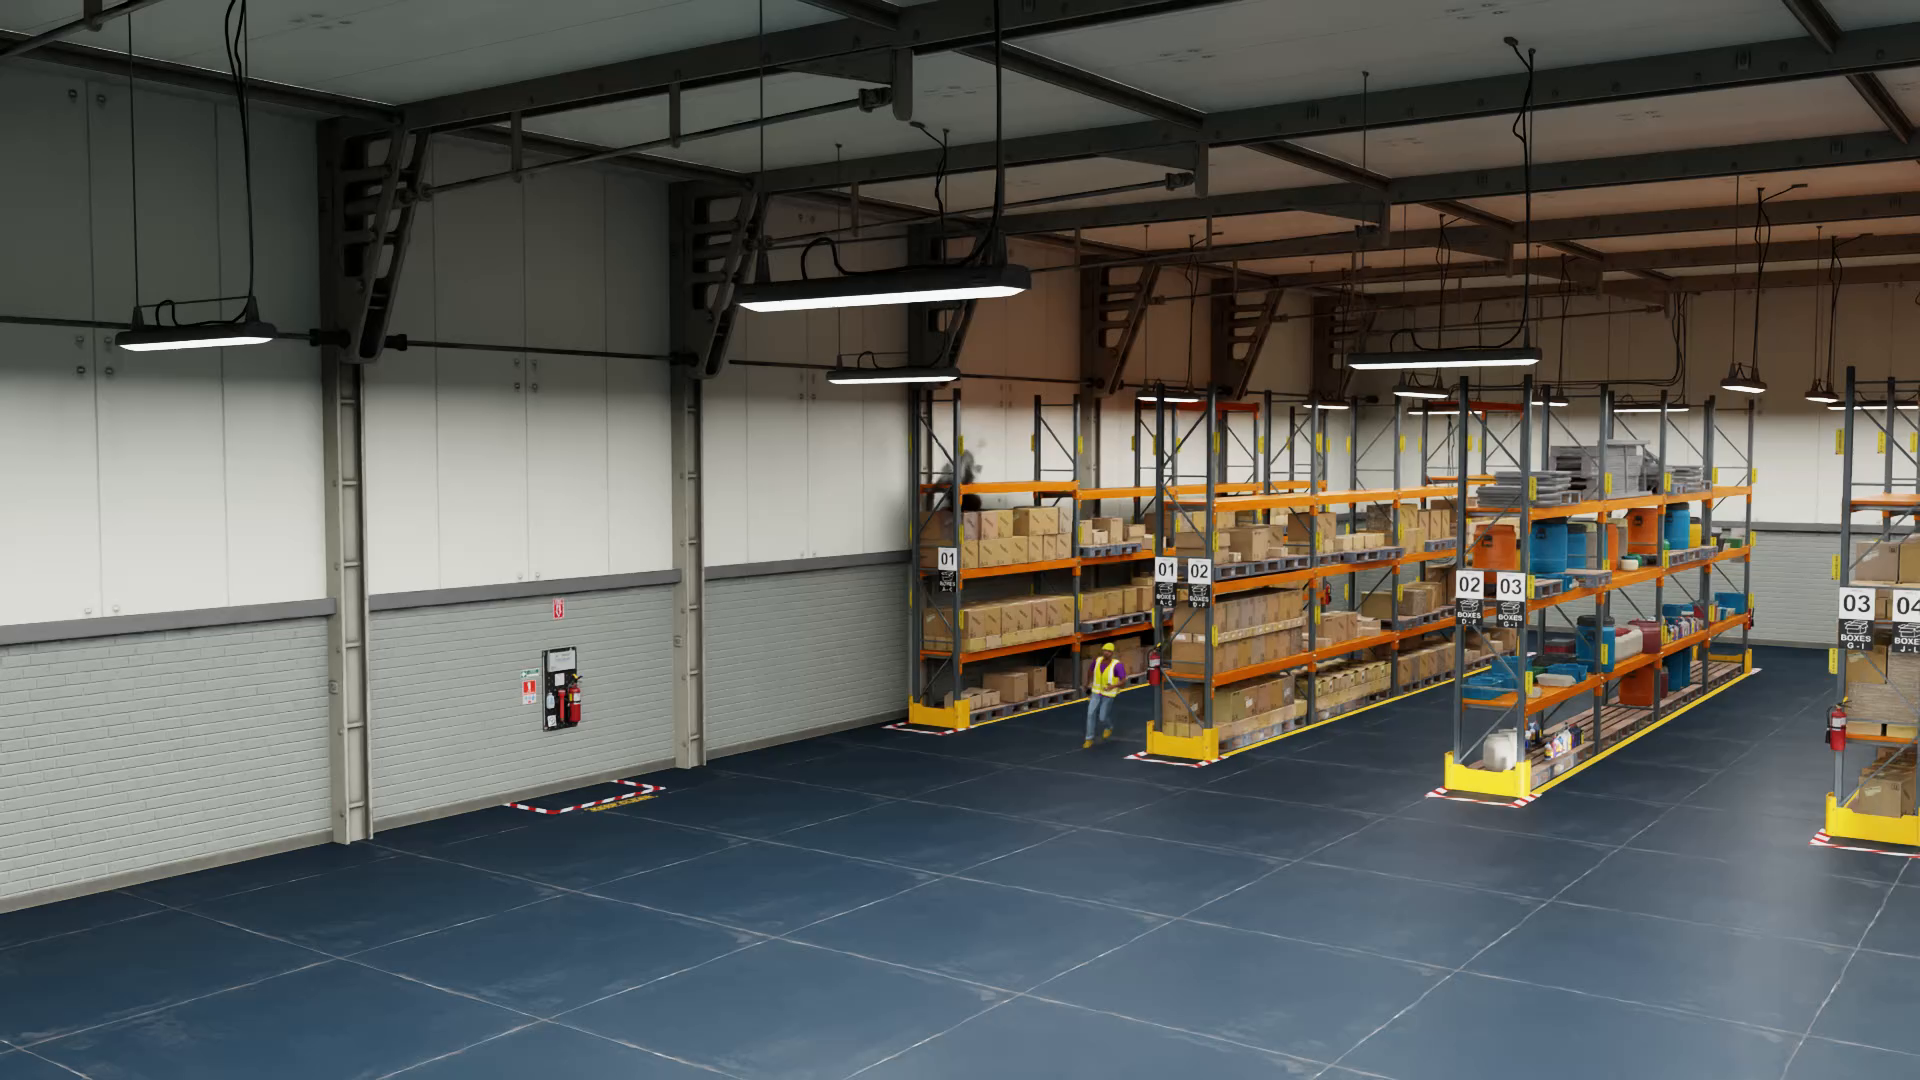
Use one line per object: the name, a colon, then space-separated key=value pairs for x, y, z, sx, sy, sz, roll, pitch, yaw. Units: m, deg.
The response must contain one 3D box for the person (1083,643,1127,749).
person: x=2.415 y=2.569 z=27.672 sx=0.738 sy=1.749 sz=0.871 roll=2 pitch=4 yaw=28
